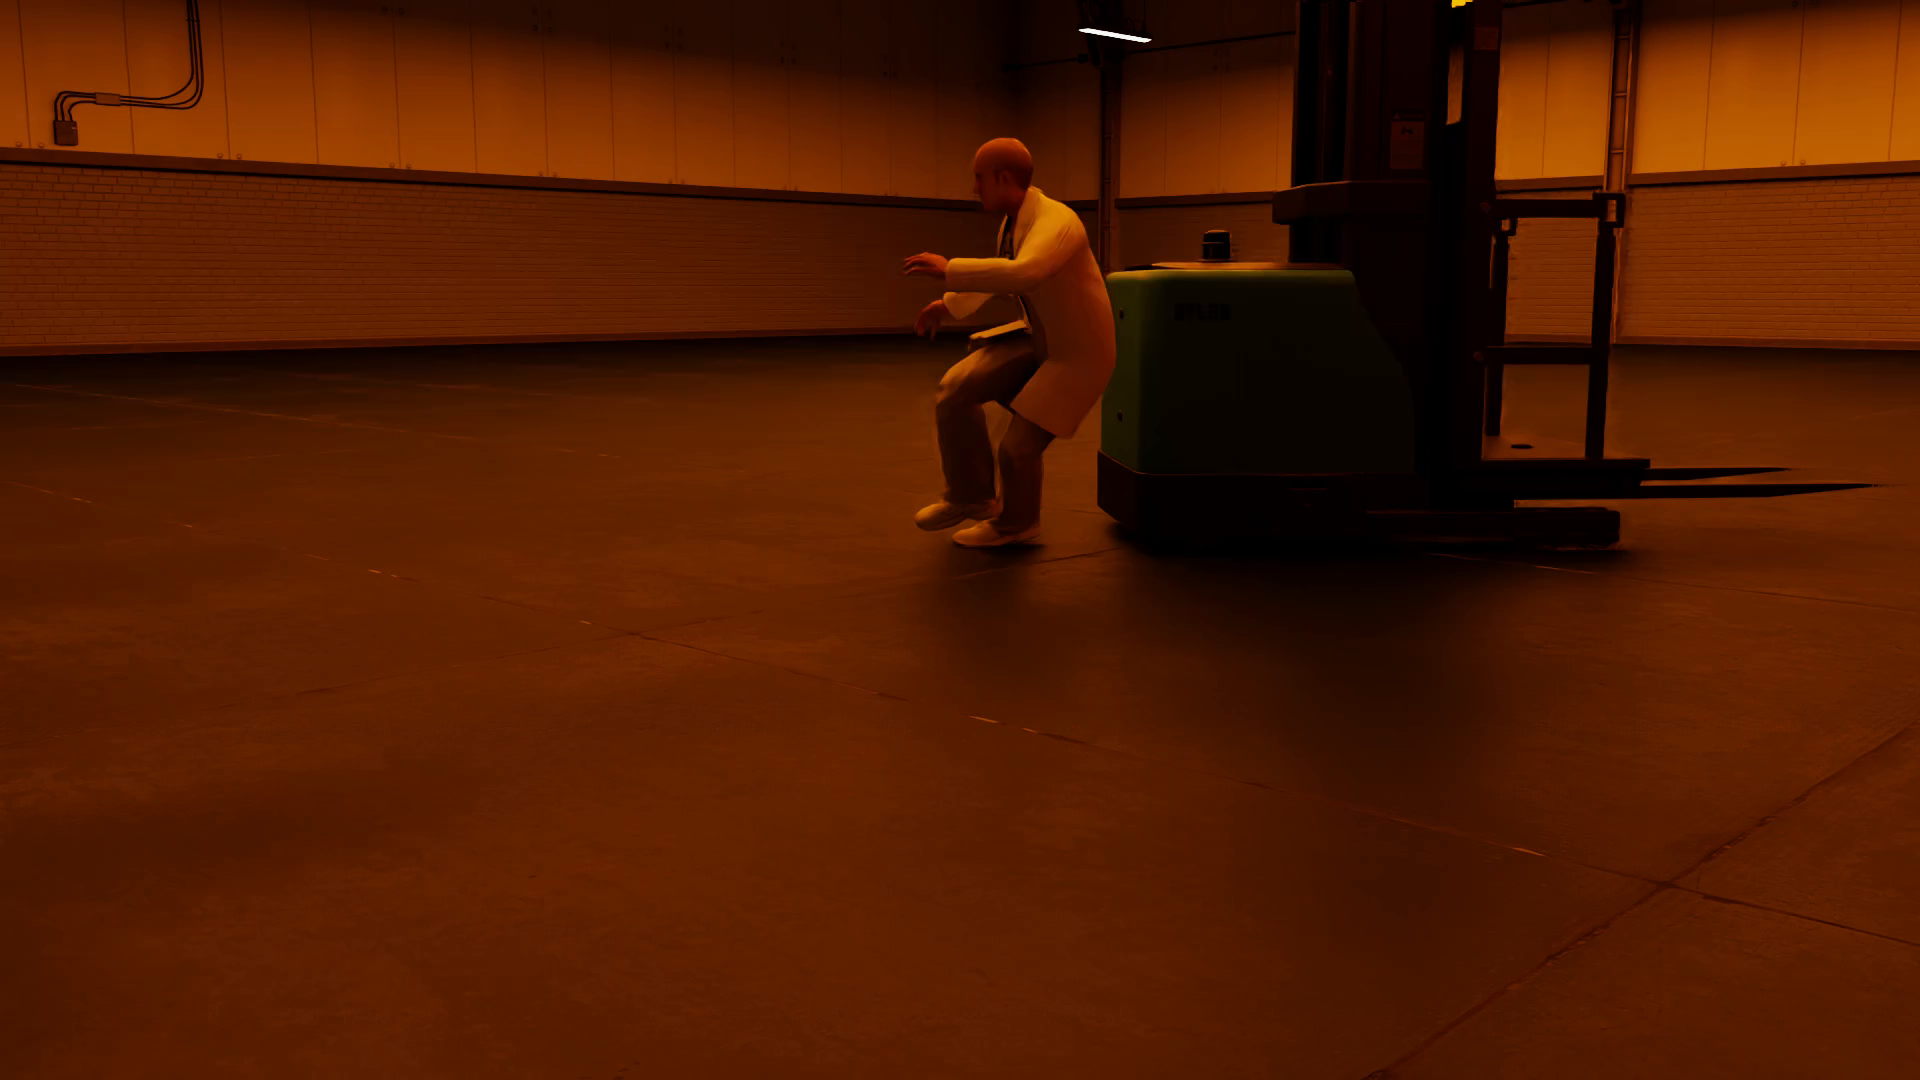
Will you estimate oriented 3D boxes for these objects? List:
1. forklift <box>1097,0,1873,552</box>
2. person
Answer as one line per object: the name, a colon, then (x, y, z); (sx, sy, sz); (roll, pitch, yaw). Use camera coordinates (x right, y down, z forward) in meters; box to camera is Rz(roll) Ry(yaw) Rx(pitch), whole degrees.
forklift: (2.141, -1.482, 6.715); (3.031, 2.935, 1.130); (-1, 9, -5)
person: (0.112, -0.675, 6.104); (0.906, 1.545, 1.033); (-6, 10, -33)
